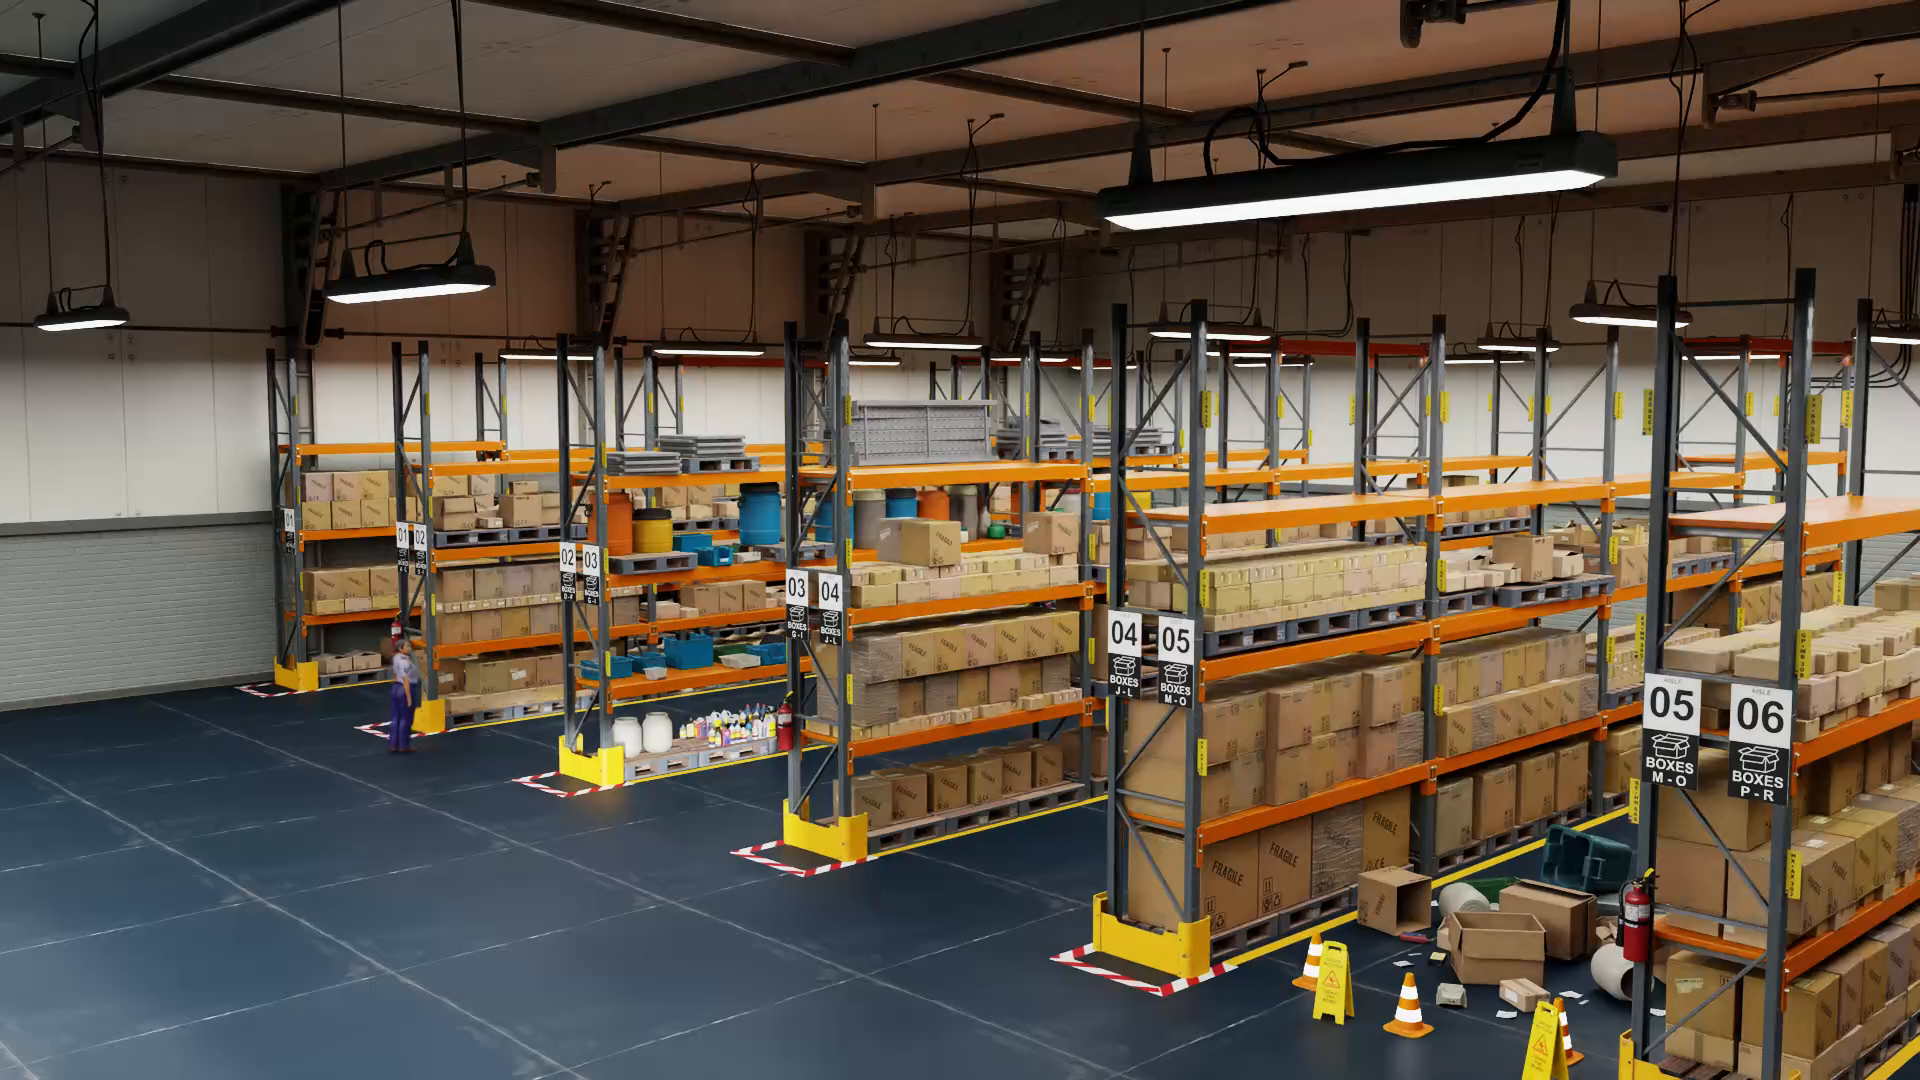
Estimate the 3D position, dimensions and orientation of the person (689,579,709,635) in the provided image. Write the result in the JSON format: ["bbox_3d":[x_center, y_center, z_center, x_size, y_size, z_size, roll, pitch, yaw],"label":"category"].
[{"bbox_3d":[-5.163,1.518,33.029,0.511,1.557,0.771,0,5,0],"label":"person"}]

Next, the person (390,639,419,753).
[{"bbox_3d":[-8.094,2.312,24.153,0.410,1.575,0.532,-5,7,-44],"label":"person"}]
